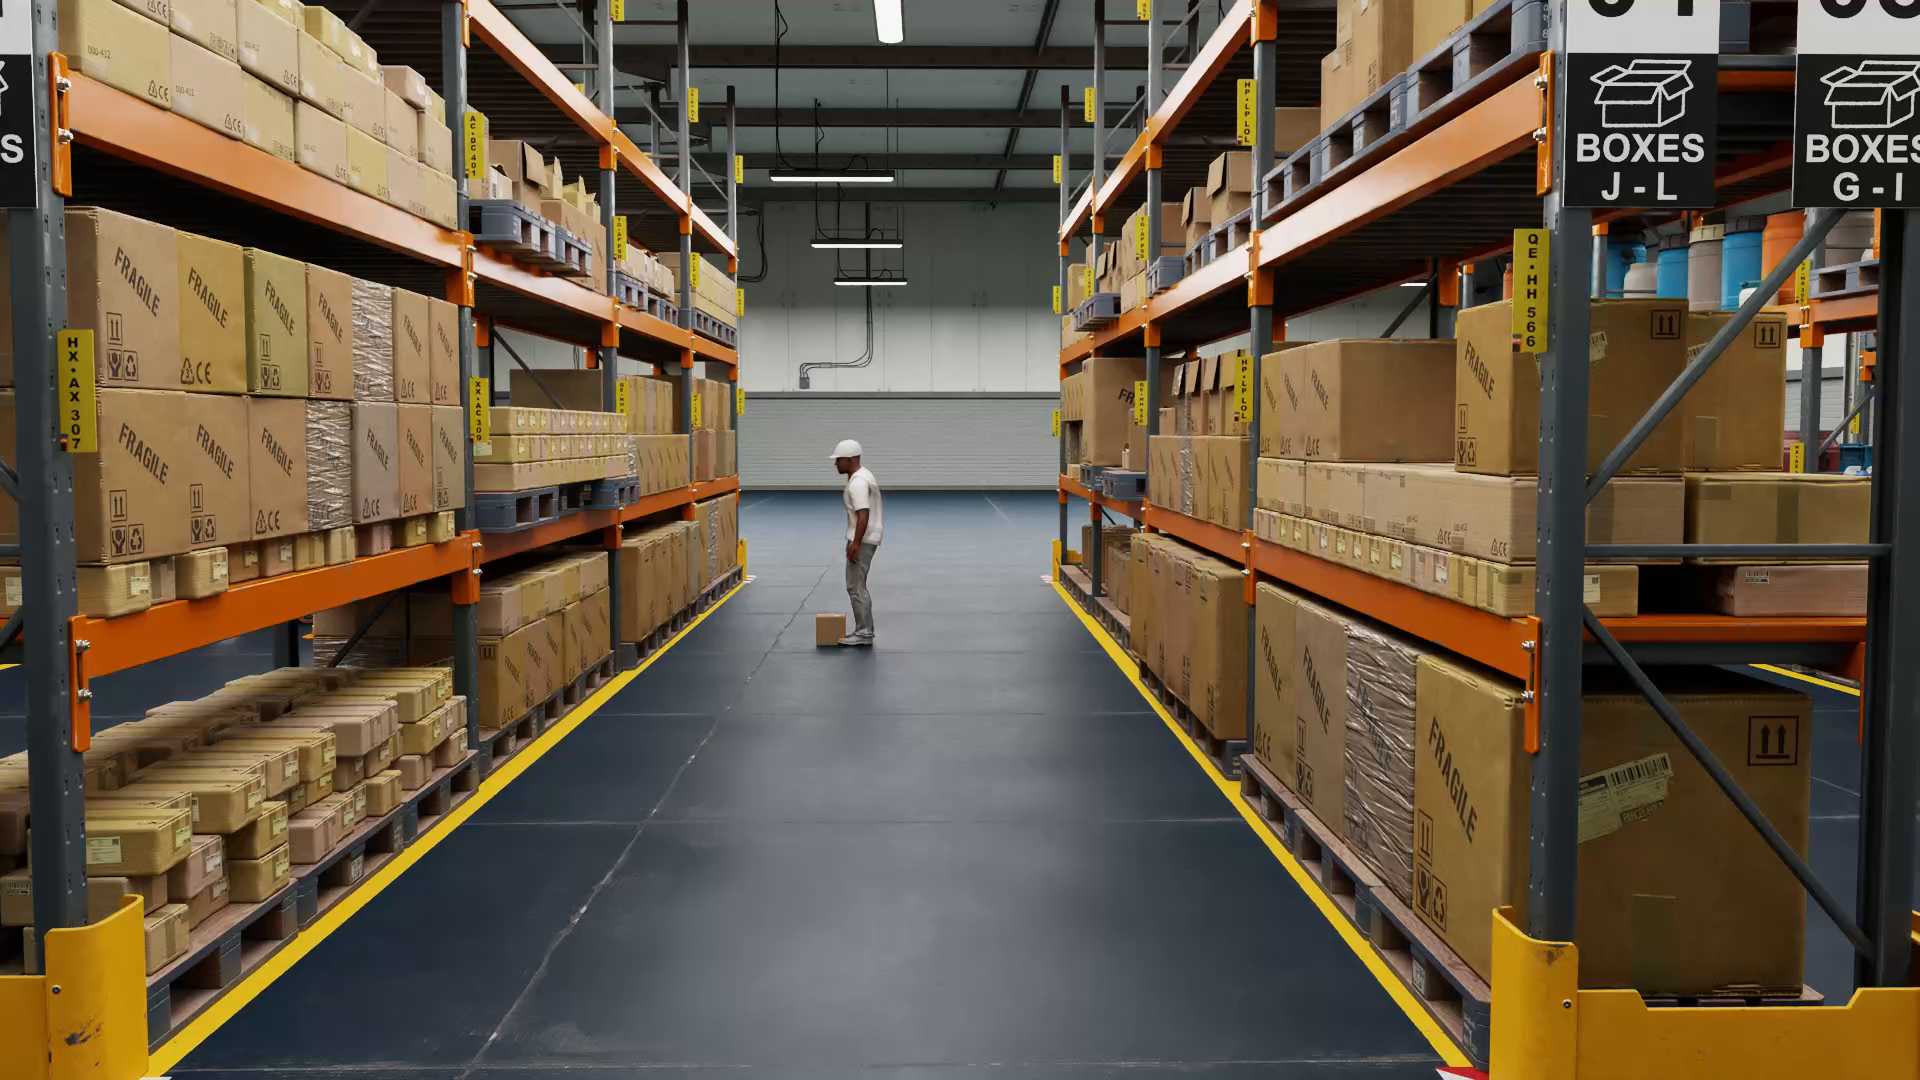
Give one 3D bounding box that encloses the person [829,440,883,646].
[{"bbox_3d":[-0.892,0.018,14.321,0.463,1.760,0.634,0,4,-2],"label":"person"}]
